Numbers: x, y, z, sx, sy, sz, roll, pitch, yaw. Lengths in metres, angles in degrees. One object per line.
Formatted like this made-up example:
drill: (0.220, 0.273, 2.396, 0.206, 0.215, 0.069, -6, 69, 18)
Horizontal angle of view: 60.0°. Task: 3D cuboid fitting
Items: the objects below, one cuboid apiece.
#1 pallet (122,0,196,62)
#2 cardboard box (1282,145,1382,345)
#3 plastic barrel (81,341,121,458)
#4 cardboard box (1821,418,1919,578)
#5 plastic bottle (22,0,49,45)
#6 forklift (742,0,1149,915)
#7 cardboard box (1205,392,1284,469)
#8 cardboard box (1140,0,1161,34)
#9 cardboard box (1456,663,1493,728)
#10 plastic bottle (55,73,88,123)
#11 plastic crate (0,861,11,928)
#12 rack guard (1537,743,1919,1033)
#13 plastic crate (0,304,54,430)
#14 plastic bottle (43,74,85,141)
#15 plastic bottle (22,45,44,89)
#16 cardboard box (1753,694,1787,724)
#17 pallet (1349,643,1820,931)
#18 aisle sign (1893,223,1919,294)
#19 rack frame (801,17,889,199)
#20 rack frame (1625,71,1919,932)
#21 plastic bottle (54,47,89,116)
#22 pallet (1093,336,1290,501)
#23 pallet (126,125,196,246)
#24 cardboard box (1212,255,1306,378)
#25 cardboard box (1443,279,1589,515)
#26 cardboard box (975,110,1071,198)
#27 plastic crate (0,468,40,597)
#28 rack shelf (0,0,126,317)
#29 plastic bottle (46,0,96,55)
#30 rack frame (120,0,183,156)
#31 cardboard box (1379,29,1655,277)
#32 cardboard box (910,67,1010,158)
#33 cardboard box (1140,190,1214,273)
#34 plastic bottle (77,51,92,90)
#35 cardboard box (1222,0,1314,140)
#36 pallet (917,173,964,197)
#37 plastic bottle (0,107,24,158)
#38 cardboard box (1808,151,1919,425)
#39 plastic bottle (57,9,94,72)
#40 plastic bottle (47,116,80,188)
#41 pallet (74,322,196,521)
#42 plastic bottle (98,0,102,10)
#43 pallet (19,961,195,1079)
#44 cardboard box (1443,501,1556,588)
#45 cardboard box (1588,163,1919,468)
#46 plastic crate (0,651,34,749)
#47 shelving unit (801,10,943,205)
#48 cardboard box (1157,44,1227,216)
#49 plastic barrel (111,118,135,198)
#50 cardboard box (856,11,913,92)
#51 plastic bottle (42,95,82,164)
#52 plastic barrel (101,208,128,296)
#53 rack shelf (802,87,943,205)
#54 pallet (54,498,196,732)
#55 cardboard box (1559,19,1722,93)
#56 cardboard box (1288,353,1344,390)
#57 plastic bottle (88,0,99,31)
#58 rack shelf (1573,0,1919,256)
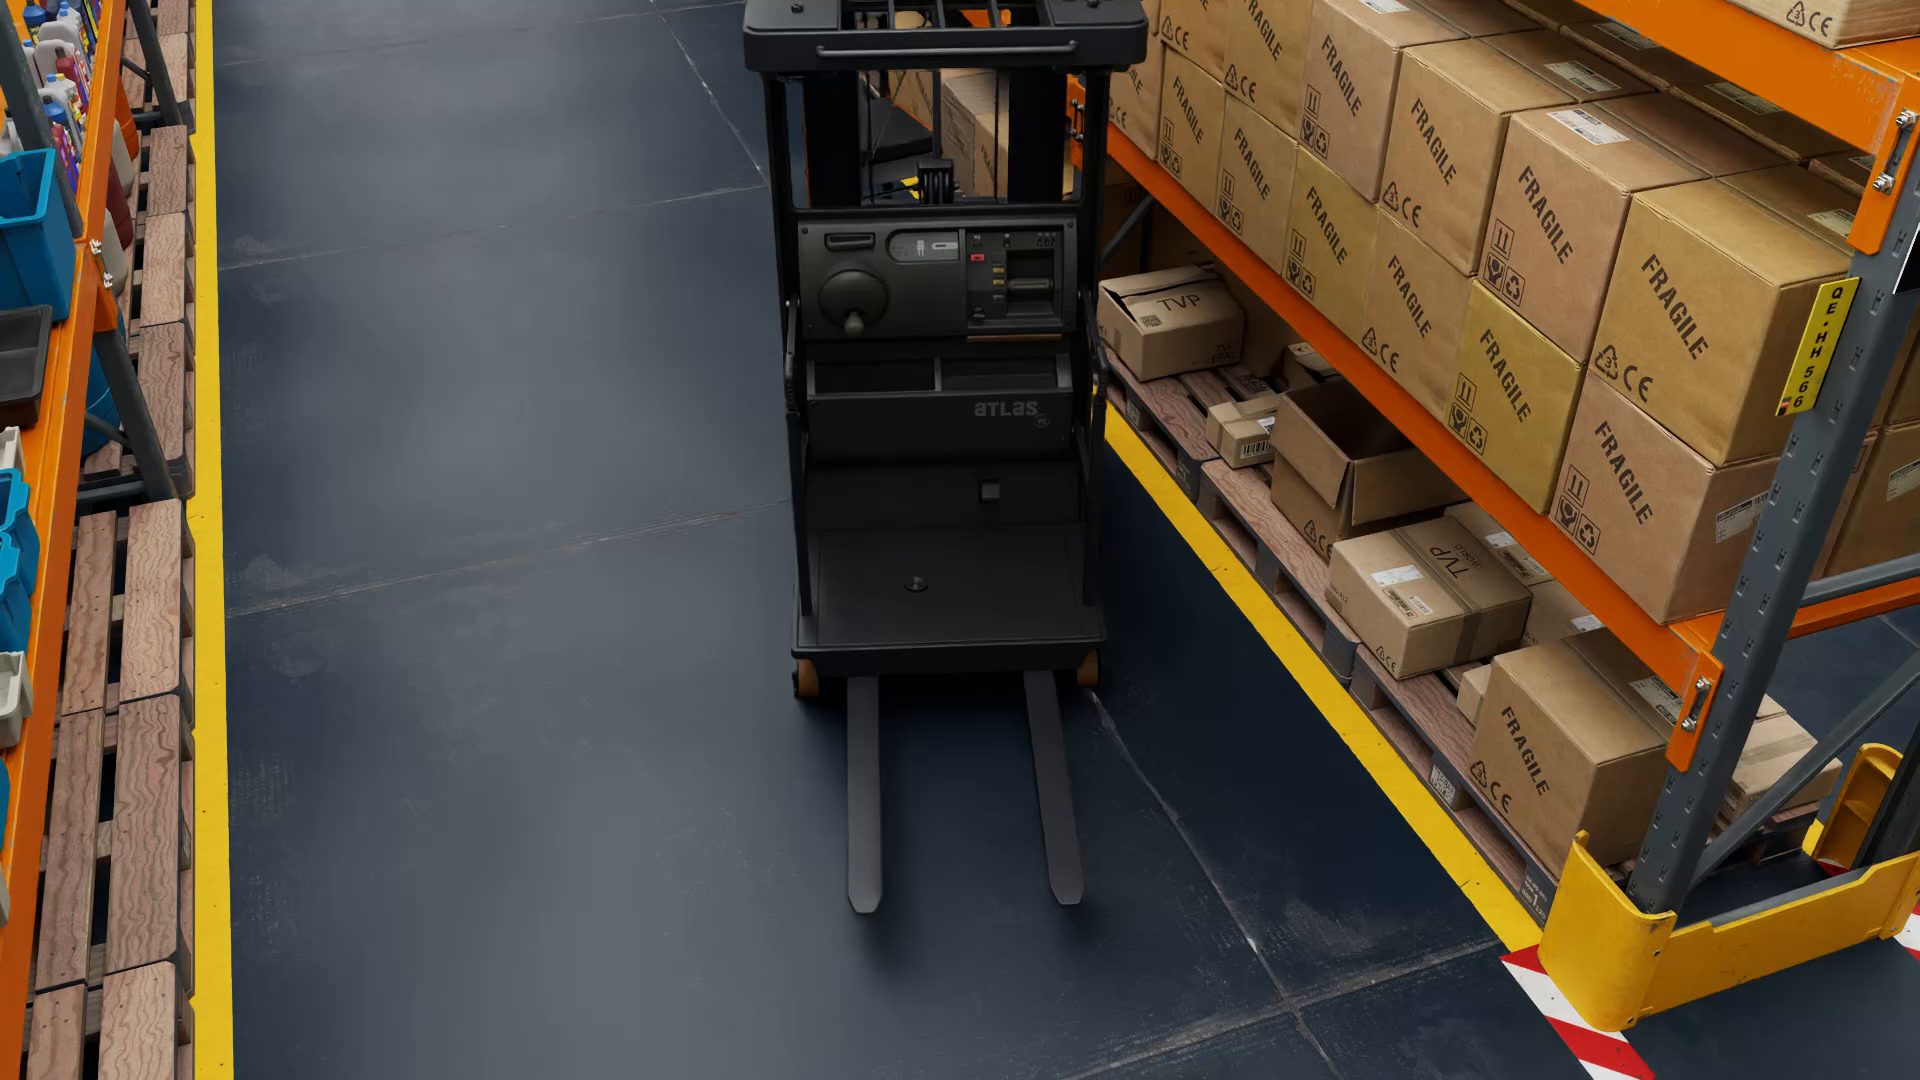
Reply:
pallet: (-5.680, -3.442, 11.145, 1.003, 0.211, 1.213, -12, 39, -16)
cardboard box: (1.440, -1.023, 5.532, 0.500, 0.500, 0.500, -13, 39, -17)
plastic barrel: (-3.828, -0.803, 6.718, 0.600, 0.901, 0.708, -12, 39, -16)
cardboard box: (2.466, -0.272, 4.535, 0.500, 0.500, 0.500, -12, 39, -15)
plastic bottle: (-4.074, -2.257, 7.360, 0.097, 0.271, 0.097, 0, 37, 0)
forklift: (-0.058, -0.809, 5.388, 1.130, 2.935, 3.031, -2, 37, -2)
cardboard box: (1.244, -0.462, 6.859, 0.380, 0.166, 0.250, -12, 39, -16)
cardboard box: (0.893, -2.301, 6.398, 0.500, 0.500, 0.500, -11, 38, -15)
cardboard box: (1.898, 0.526, 5.548, 0.380, 0.166, 0.250, -12, 39, -16)
plastic bottle: (-3.666, -1.812, 6.827, 0.097, 0.201, 0.097, 0, 37, 0)
plastic crate: (-2.089, 0.772, 3.401, 0.250, 0.136, 0.298, -12, 39, -16)
rack guard: (2.345, 1.029, 4.969, 1.175, 0.500, 0.348, -12, 39, -16)
plastic crate: (-3.020, -0.500, 5.100, 0.437, 0.125, 0.590, -12, 39, -16)
plastic bottle: (-3.599, -1.730, 6.660, 0.097, 0.271, 0.097, 0, 37, 0)
plastic bottle: (-3.920, -1.945, 6.942, 0.152, 0.276, 0.135, -12, 39, -16)
cardboard box: (2.464, 0.580, 5.476, 0.380, 0.166, 0.250, -12, 39, -16)
pallet: (2.070, 0.694, 5.653, 1.003, 0.211, 1.213, -12, 39, -16)
aisle sign: (2.107, -0.863, 3.242, 0.394, 0.787, 0.004, -12, 39, -16)
rack frame: (-0.489, -1.714, 7.279, 0.400, 2.100, 0.015, -18, 40, -22)
rack frame: (2.372, 0.073, 4.160, 1.000, 3.000, 0.127, -12, 39, -16)
plastic bottle: (-3.688, -1.913, 6.894, 0.061, 0.283, 0.133, -12, 39, -16)
pallet: (1.231, -0.684, 7.483, 1.003, 0.211, 1.213, -12, 39, -16)
pallet: (-4.723, -1.872, 9.060, 1.003, 0.211, 1.213, -12, 39, -16)
cardboard box: (1.458, -1.100, 7.430, 0.500, 0.500, 0.500, -12, 39, -16)
cardboard box: (1.780, -0.456, 4.779, 0.500, 0.500, 0.500, -12, 39, -16)
cardboard box: (0.394, -1.864, 8.443, 0.500, 0.500, 0.500, -12, 39, -16)
plastic crate: (-2.613, 0.019, 4.321, 0.416, 0.233, 0.300, -12, 39, -16)
rack shelf: (-4.345, -2.005, 7.517, 1.077, 0.370, 4.000, -12, 39, -16)
plastic bottle: (-3.975, -2.339, 7.403, 0.144, 0.351, 0.185, -12, 39, -16)
rack frame: (-5.033, -3.422, 8.801, 1.000, 3.000, 0.127, -12, 39, -16)
cardboard box: (1.603, -1.138, 4.853, 0.500, 0.500, 0.500, -11, 38, -15)
cardboard box: (0.045, -2.434, 9.200, 0.500, 0.500, 0.500, -14, 39, -17)
cardboard box: (1.057, -1.687, 8.209, 0.500, 0.500, 0.500, -14, 39, -18)
plastic bottle: (-3.791, -2.018, 7.101, 0.097, 0.201, 0.097, 0, 37, 0)
cardboard box: (1.248, -1.719, 5.625, 0.500, 0.500, 0.500, -14, 39, -17)
pallet: (0.256, -2.214, 9.515, 1.003, 0.211, 1.213, -12, 39, -16)
plastic bottle: (-3.488, -1.432, 6.199, 0.144, 0.351, 0.185, -12, 39, -16)
cardboard box: (2.466, -0.671, 4.234, 0.500, 0.500, 0.500, -11, 38, -15)
plastic bottle: (-3.871, -2.177, 7.254, 0.097, 0.271, 0.097, 0, 37, 0)
plastic bottle: (-3.429, -1.487, 6.328, 0.061, 0.283, 0.133, -12, 39, -16)
pallet: (-3.883, -0.494, 7.230, 1.003, 0.211, 1.213, -12, 39, -16)
plastic bottle: (-4.157, -2.619, 7.899, 0.097, 0.201, 0.097, 0, 37, 0)
pallet: (-2.528, 1.737, 4.269, 1.003, 0.211, 1.213, -12, 39, -16)
cardboard box: (2.107, 0.065, 6.090, 0.500, 0.250, 0.500, -12, 39, -16)
cardboard box: (1.960, -0.560, 4.087, 0.500, 0.500, 0.500, -13, 39, -16)
plastic crate: (-2.322, 0.389, 3.910, 0.250, 0.136, 0.298, -12, 39, -16)
shelving unit: (-0.374, -1.584, 7.108, 0.431, 2.100, 0.503, -18, 40, -22)
cardboard box: (1.094, -1.593, 6.289, 0.500, 0.500, 0.500, -12, 39, -15)
plastic barrel: (-4.571, -2.023, 8.662, 0.421, 0.512, 0.421, 0, 37, 0)
cardboard box: (-0.308, -3.012, 9.968, 0.500, 0.500, 0.500, -14, 39, -18)
plastic bottle: (-3.519, -1.599, 6.486, 0.097, 0.271, 0.097, 0, 37, 0)
plastic barrel: (-4.182, -1.385, 7.815, 0.421, 0.512, 0.421, 0, 37, 0)
rack shelf: (-0.374, -1.573, 7.116, 0.431, 0.518, 0.480, -18, 40, -22)
pallet: (-3.368, 0.358, 6.099, 1.003, 0.211, 1.213, -12, 39, -16)
cardboard box: (2.112, -1.249, 5.000, 0.500, 0.500, 0.500, -12, 39, -15)
cardboard box: (1.716, -0.601, 6.924, 0.500, 0.311, 0.500, -12, 39, -16)
plastic bottle: (-4.085, -2.518, 7.641, 0.144, 0.351, 0.185, -12, 39, -16)
rack shelf: (1.683, -1.967, 4.973, 1.077, 0.370, 4.000, -12, 39, -16)
